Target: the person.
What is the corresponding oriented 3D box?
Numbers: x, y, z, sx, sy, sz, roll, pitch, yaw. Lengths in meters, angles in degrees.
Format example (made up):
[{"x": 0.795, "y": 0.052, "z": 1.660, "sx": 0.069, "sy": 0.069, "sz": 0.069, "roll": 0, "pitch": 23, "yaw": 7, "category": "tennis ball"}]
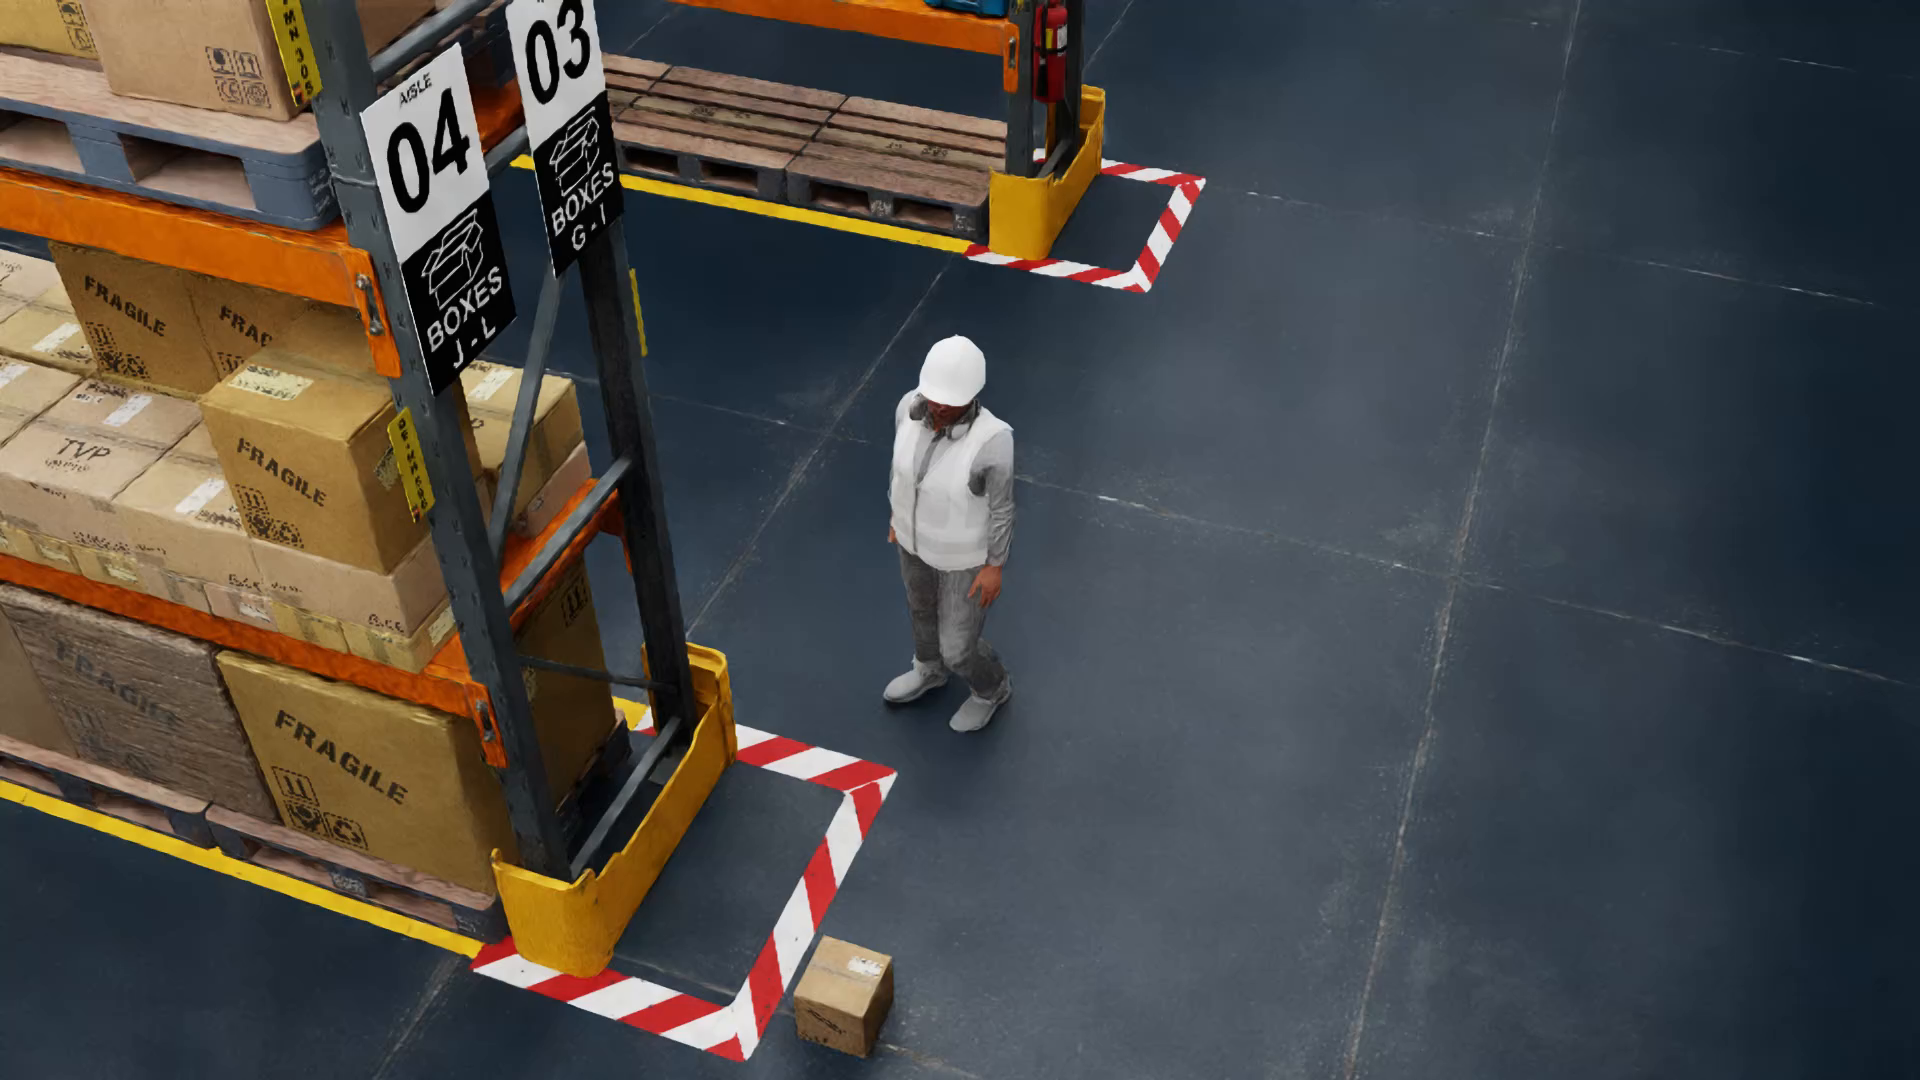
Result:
[{"x": -0.053, "y": 0.002, "z": 6.148, "sx": 0.565, "sy": 1.804, "sz": 0.365, "roll": 31, "pitch": 50, "yaw": 30, "category": "person"}]
